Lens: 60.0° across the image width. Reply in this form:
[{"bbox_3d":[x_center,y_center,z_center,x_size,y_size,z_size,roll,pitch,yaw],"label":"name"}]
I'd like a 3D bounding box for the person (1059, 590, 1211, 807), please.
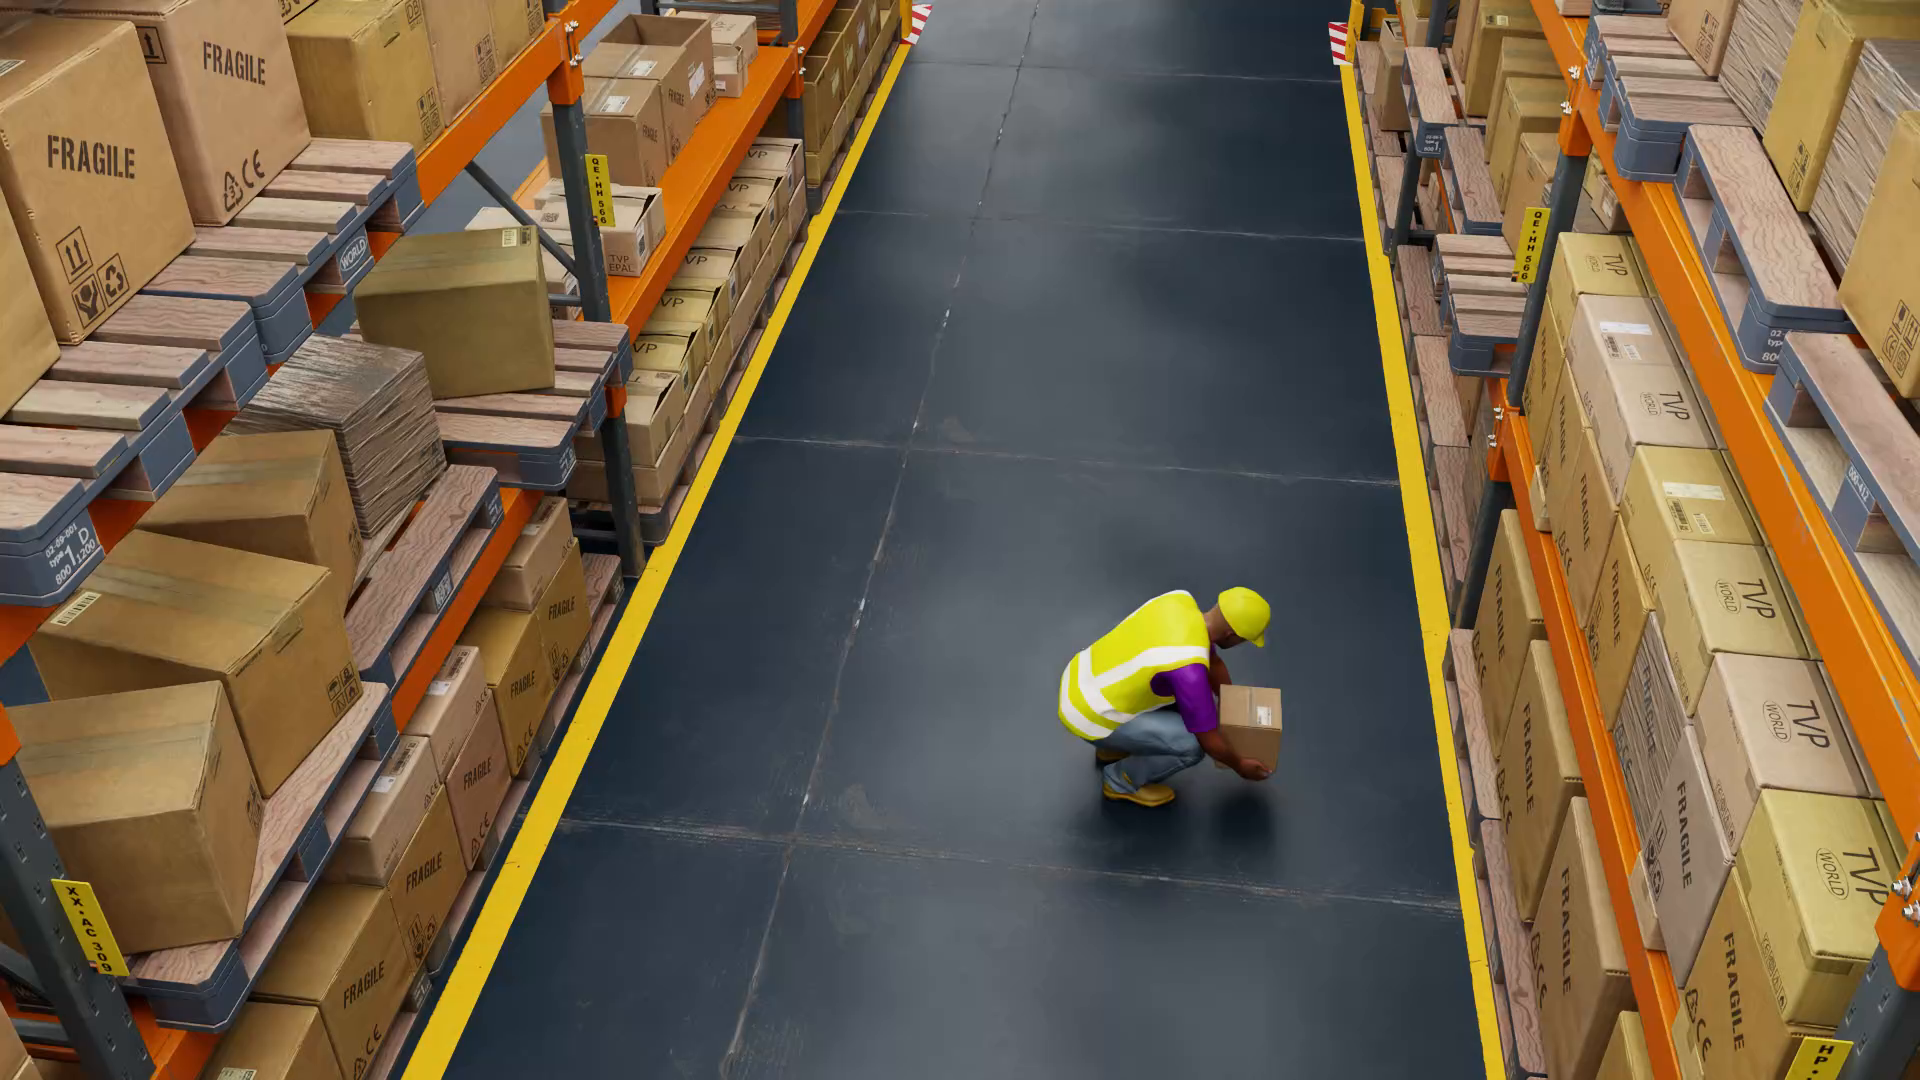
[{"bbox_3d":[-7.328,-3.597,10.771,18.010,3.200,9.548,4,36,6],"label":"person"}]
